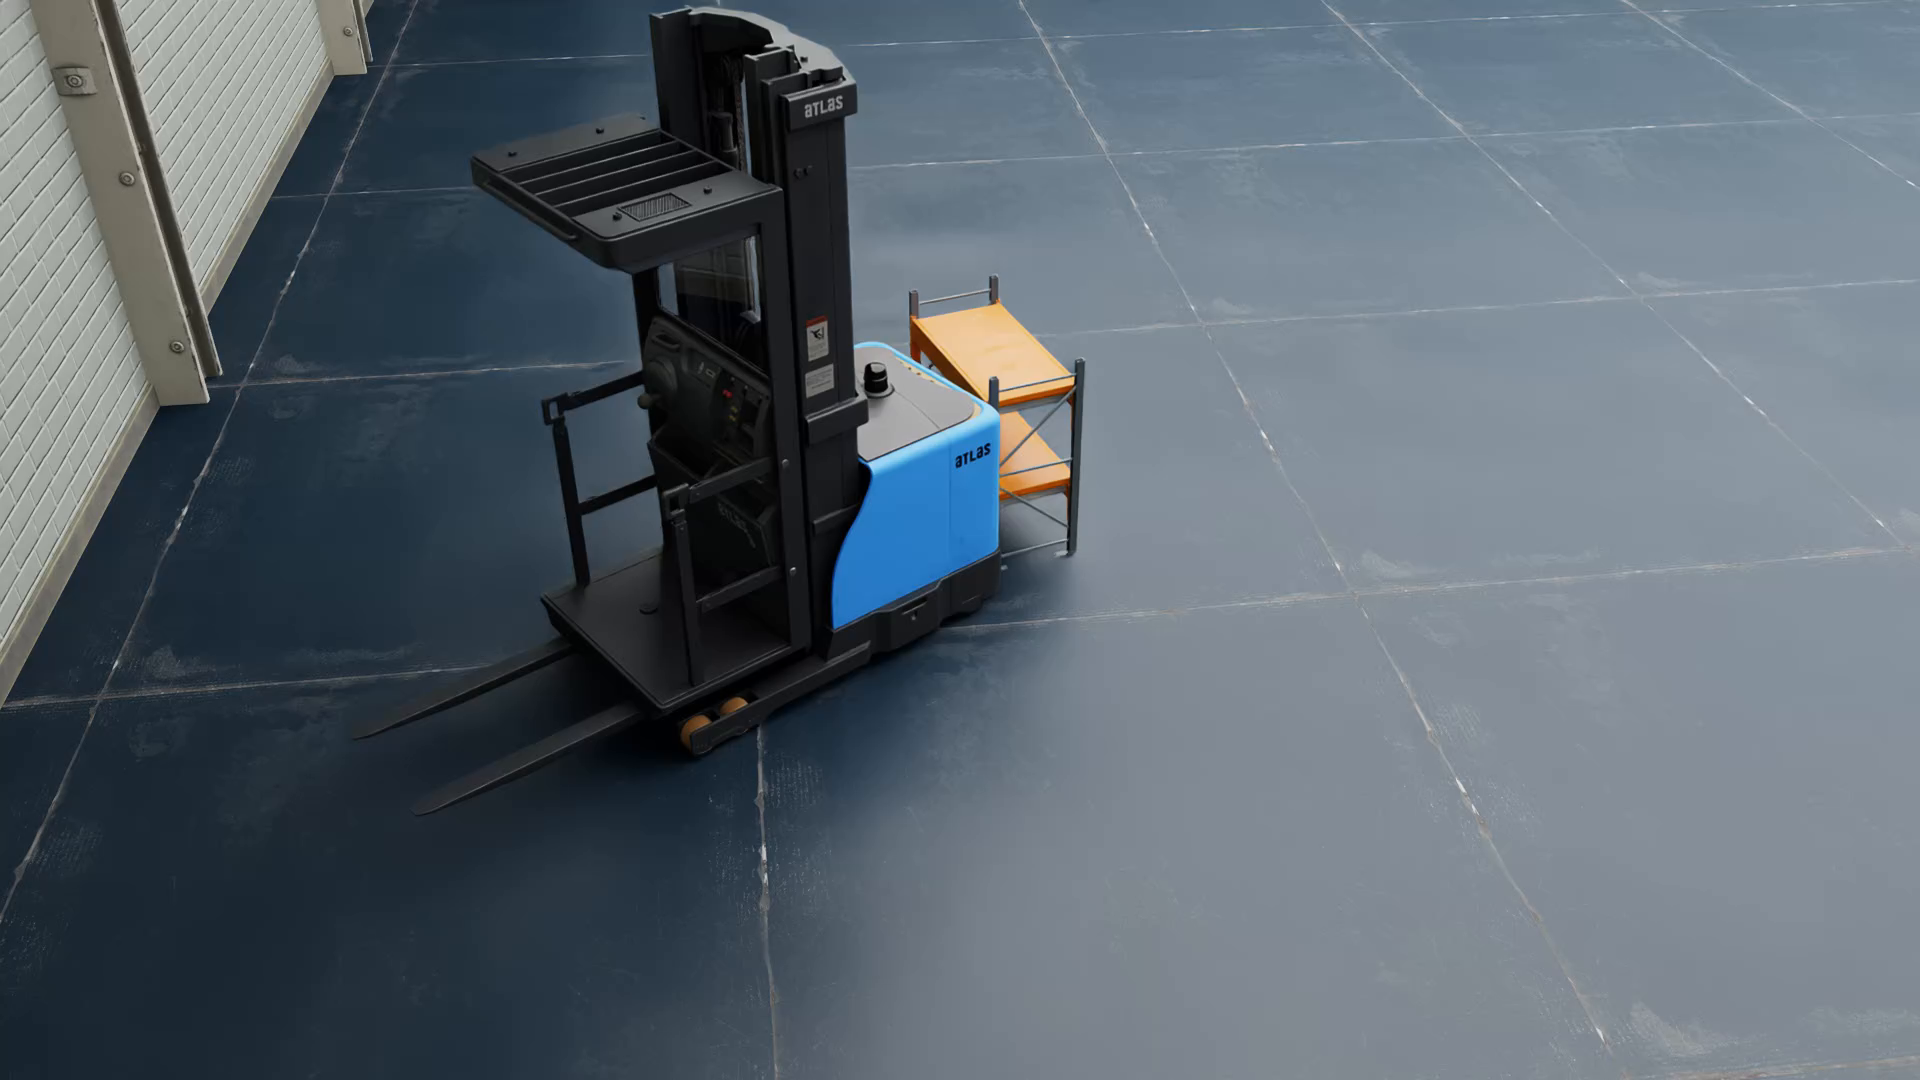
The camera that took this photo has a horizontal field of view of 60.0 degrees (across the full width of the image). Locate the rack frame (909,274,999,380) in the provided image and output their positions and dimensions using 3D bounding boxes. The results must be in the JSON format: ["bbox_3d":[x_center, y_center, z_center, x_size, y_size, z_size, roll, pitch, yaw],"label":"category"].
[{"bbox_3d":[-0.030,-0.881,9.044,0.500,1.125,0.032,-14,37,-19],"label":"rack frame"}]

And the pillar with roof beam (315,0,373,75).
[{"bbox_3d":[-1.225,-8.313,12.957,9.100,9.000,0.400,-4,35,-6],"label":"pillar with roof beam"}]

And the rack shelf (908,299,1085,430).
[{"bbox_3d":[0.170,-0.860,8.493,0.538,0.278,1.000,-14,37,-19],"label":"rack shelf"}]

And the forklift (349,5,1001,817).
[{"bbox_3d":[-1.252,-0.601,7.029,3.031,2.935,1.130,-25,42,-32],"label":"forklift"}]

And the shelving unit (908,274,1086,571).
[{"bbox_3d":[0.170,-0.618,8.658,0.538,1.125,1.048,-14,37,-19],"label":"shelving unit"}]

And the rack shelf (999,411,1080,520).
[{"bbox_3d":[0.170,-0.416,8.796,0.538,0.278,1.000,-14,37,-19],"label":"rack shelf"}]

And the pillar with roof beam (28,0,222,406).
[{"bbox_3d":[-0.418,-4.964,8.044,9.100,9.000,0.400,-4,35,-6],"label":"pillar with roof beam"}]

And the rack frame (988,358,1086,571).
[{"bbox_3d":[0.371,-0.355,8.272,0.500,1.125,0.032,-14,37,-19],"label":"rack frame"}]
